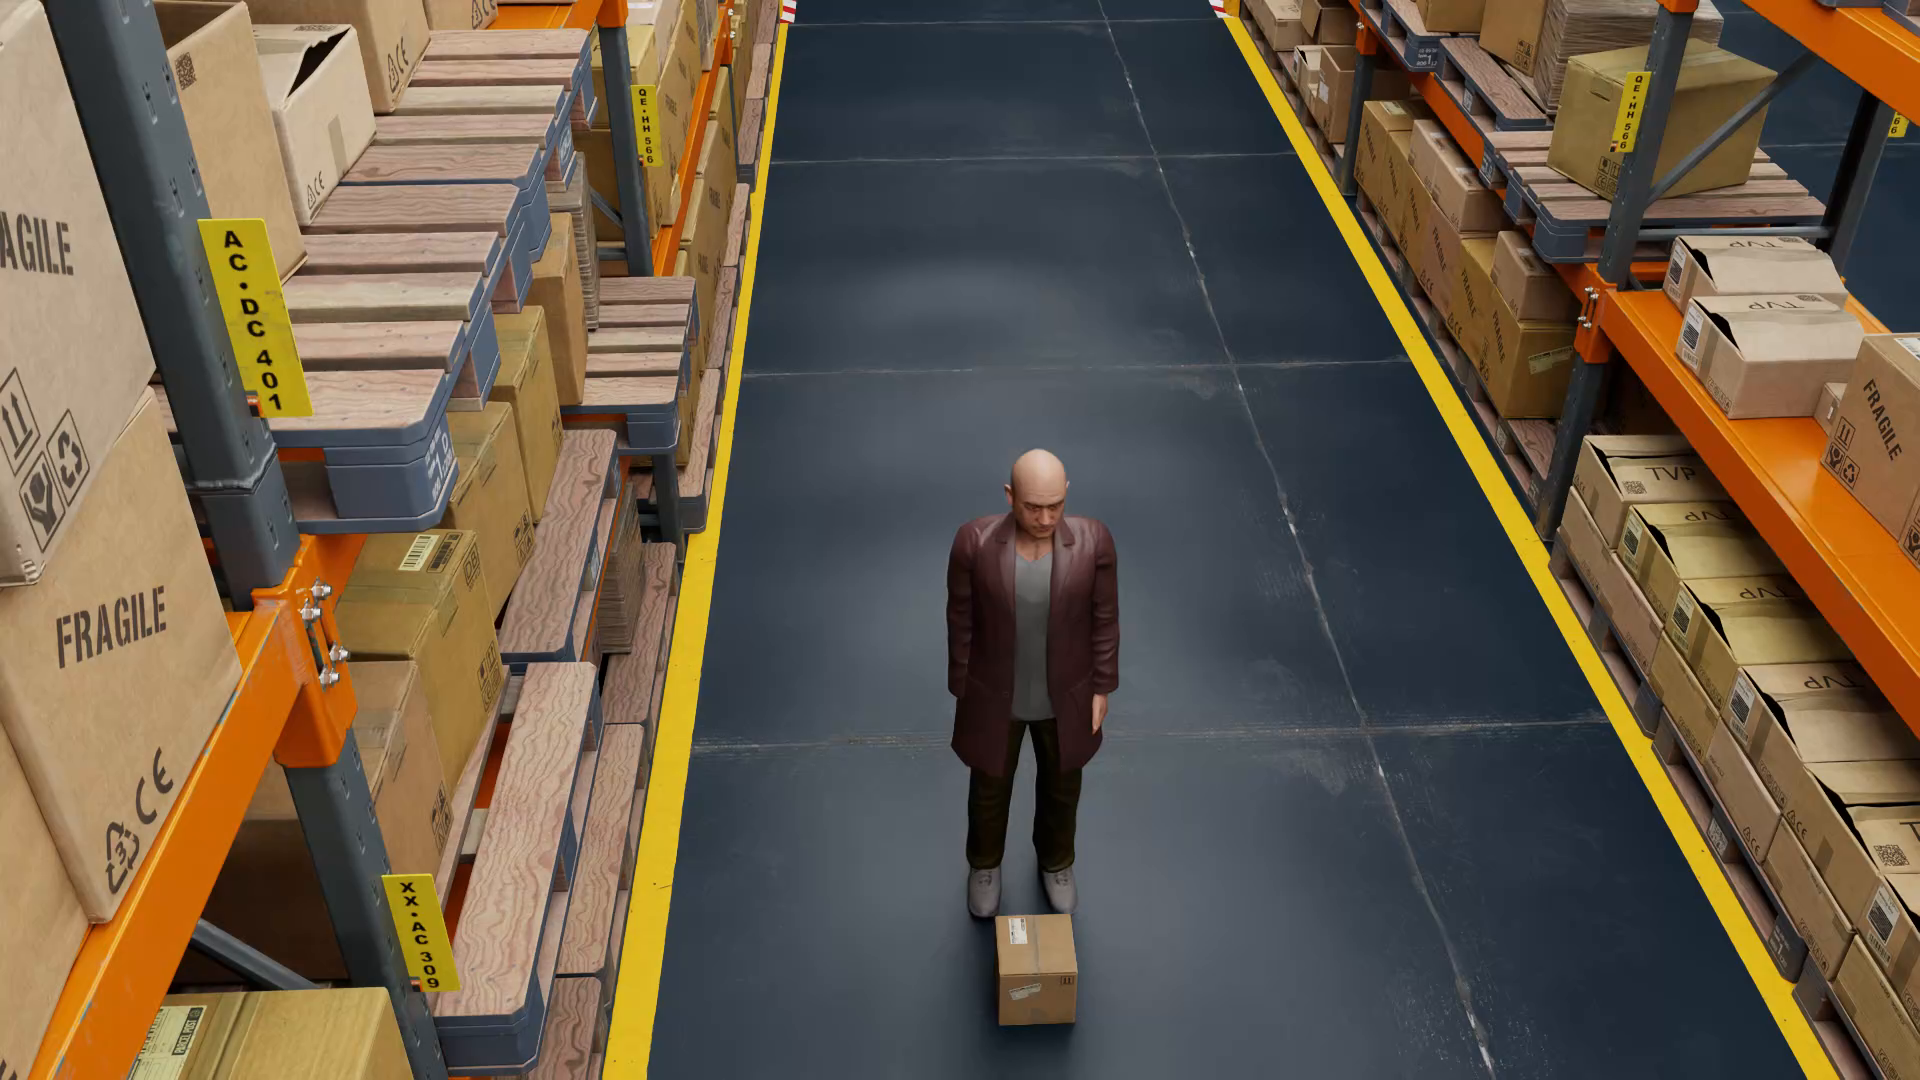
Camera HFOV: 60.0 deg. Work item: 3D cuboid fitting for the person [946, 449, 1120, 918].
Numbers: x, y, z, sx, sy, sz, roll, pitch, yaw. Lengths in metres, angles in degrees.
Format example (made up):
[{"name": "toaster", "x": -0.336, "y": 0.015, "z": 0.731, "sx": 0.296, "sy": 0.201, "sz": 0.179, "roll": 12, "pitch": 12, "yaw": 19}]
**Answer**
[{"name": "person", "x": 0.239, "y": 0.500, "z": 5.447, "sx": 0.563, "sy": 1.784, "sz": 0.387, "roll": -1, "pitch": 35, "yaw": -1}]
